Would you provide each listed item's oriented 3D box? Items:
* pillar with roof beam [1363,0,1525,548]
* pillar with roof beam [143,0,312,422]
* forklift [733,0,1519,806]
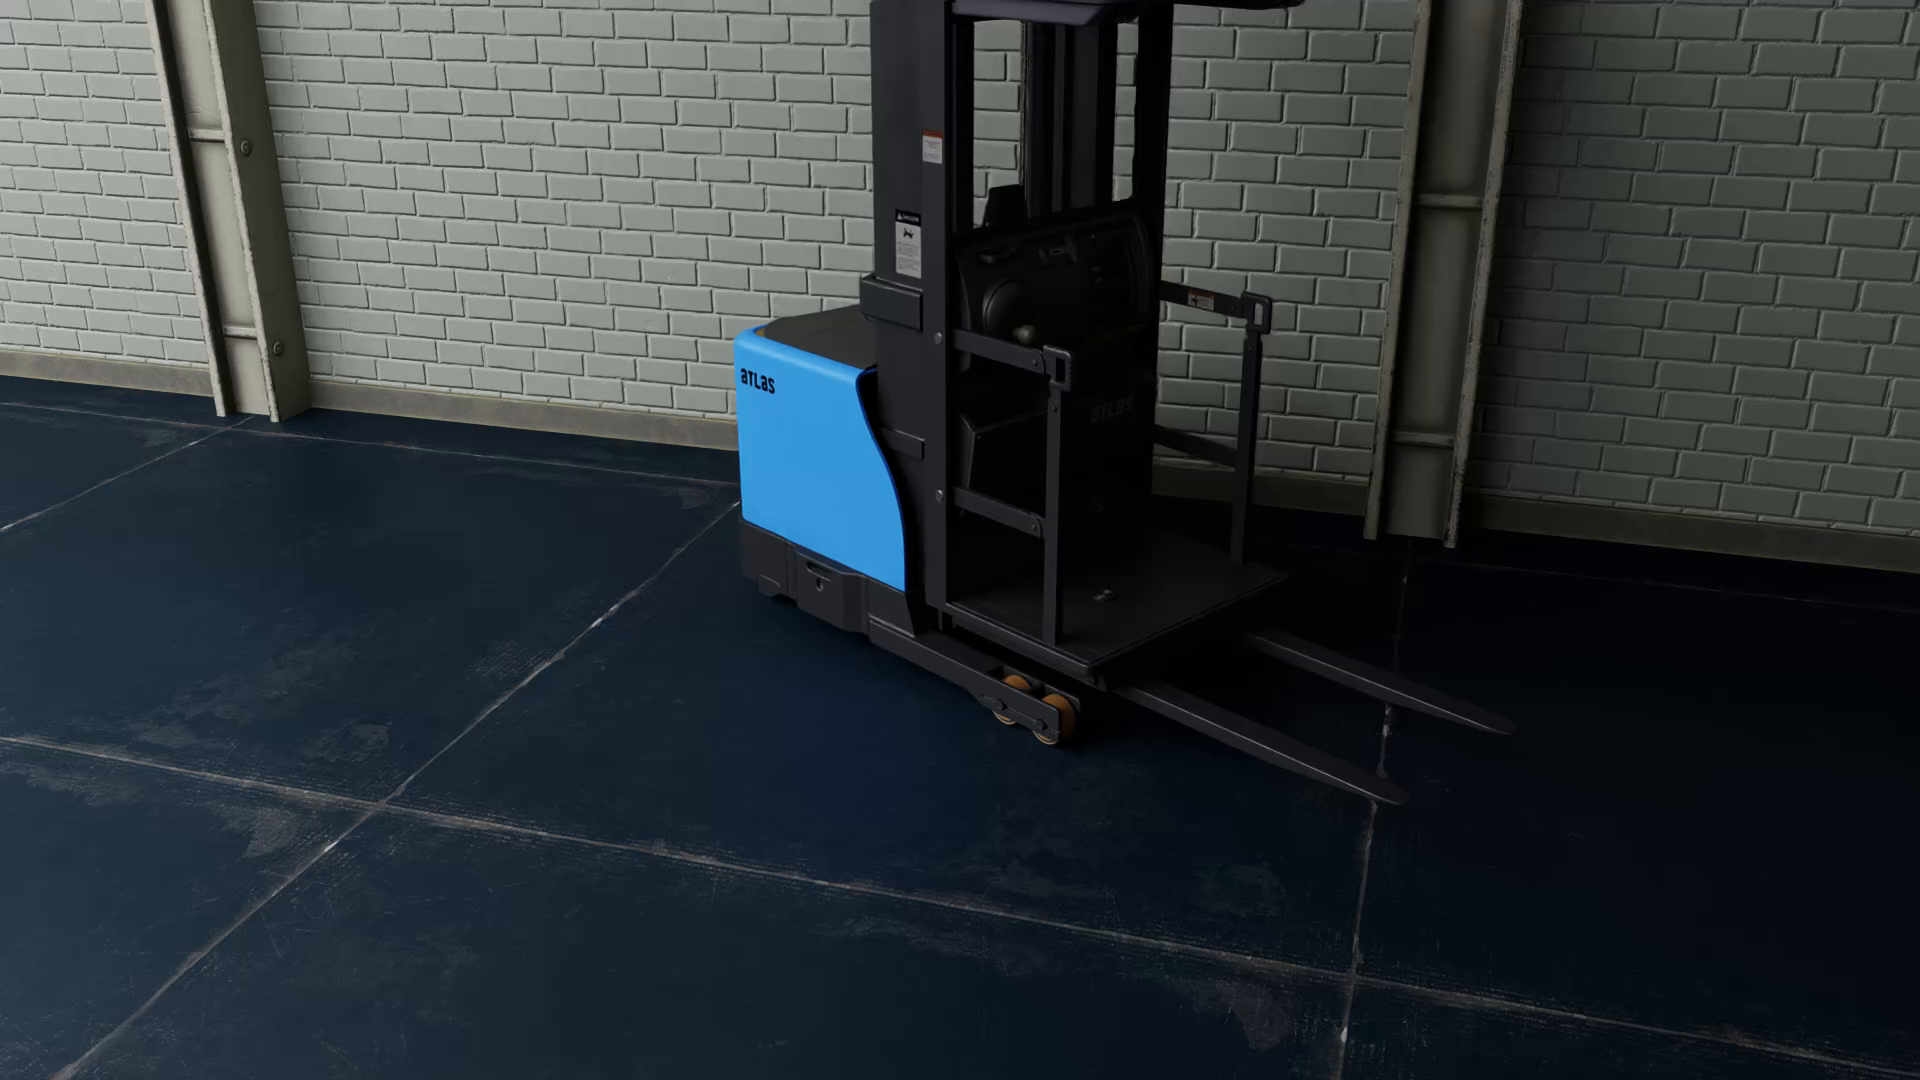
[{"bbox_3d":[0.758,-2.641,1.850,0.400,9.000,9.100,7,23,16],"label":"pillar with roof beam"},{"bbox_3d":[-4.986,-3.299,3.454,0.400,9.000,9.100,7,23,16],"label":"pillar with roof beam"},{"bbox_3d":[0.484,-0.888,5.572,1.130,2.935,3.031,-20,29,-39],"label":"forklift"}]
